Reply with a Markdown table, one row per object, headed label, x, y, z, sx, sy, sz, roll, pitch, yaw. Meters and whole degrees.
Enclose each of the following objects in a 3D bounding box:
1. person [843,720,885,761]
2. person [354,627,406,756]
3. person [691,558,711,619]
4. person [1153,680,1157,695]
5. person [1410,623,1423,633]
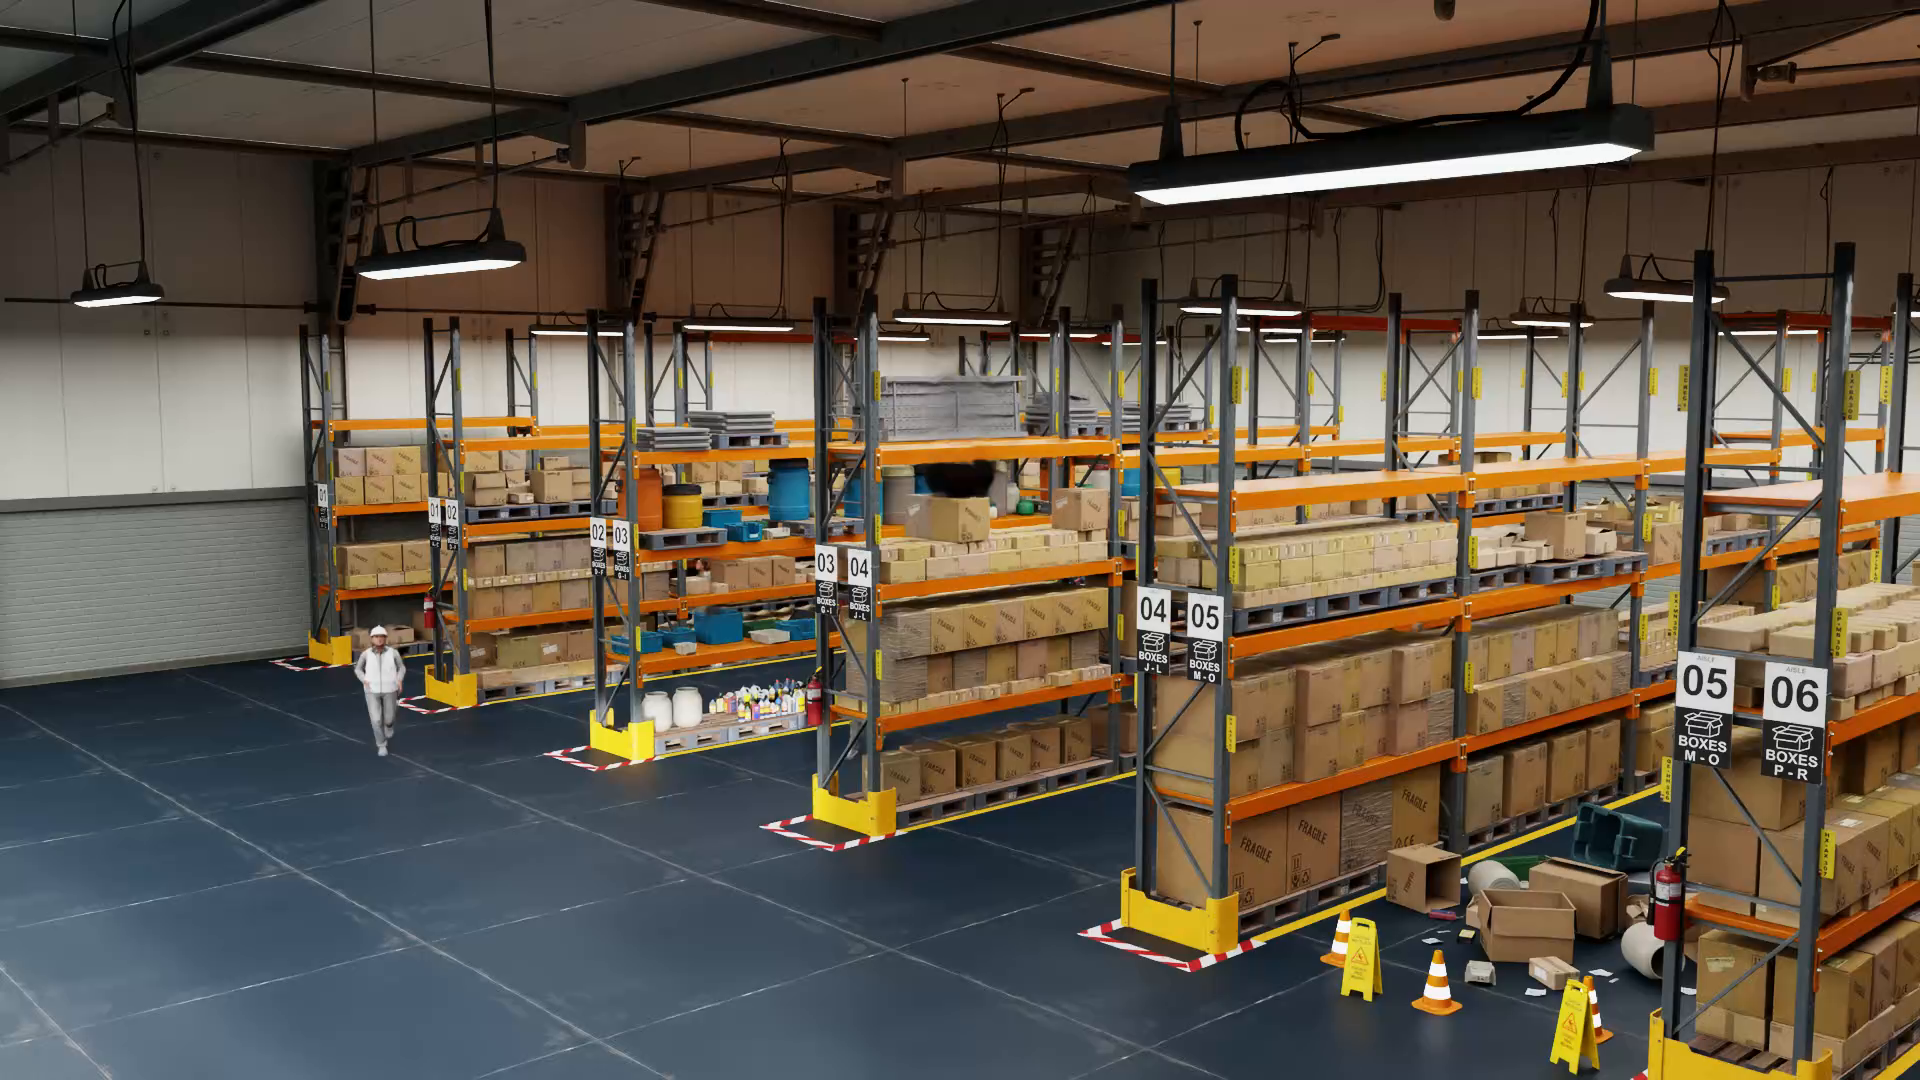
| label | x | y | z | sx | sy | sz | roll | pitch | yaw |
| --- | --- | --- | --- | --- | --- | --- | --- | --- | --- |
| person | -1.264 | 2.111 | 22.366 | 0.522 | 1.621 | 0.813 | 4 | 7 | 36 |
| person | -7.876 | 2.034 | 22.615 | 0.660 | 1.734 | 0.599 | -2 | 6 | -20 |
| person | -4.879 | 1.157 | 31.743 | 0.603 | 1.639 | 0.560 | -6 | 8 | -44 |
| person | 2.920 | 1.779 | 25.488 | 0.577 | 1.629 | 0.592 | -5 | 8 | -41 |
| person | 6.516 | 1.977 | 23.799 | 0.586 | 1.621 | 0.566 | 5 | 8 | 42 |
